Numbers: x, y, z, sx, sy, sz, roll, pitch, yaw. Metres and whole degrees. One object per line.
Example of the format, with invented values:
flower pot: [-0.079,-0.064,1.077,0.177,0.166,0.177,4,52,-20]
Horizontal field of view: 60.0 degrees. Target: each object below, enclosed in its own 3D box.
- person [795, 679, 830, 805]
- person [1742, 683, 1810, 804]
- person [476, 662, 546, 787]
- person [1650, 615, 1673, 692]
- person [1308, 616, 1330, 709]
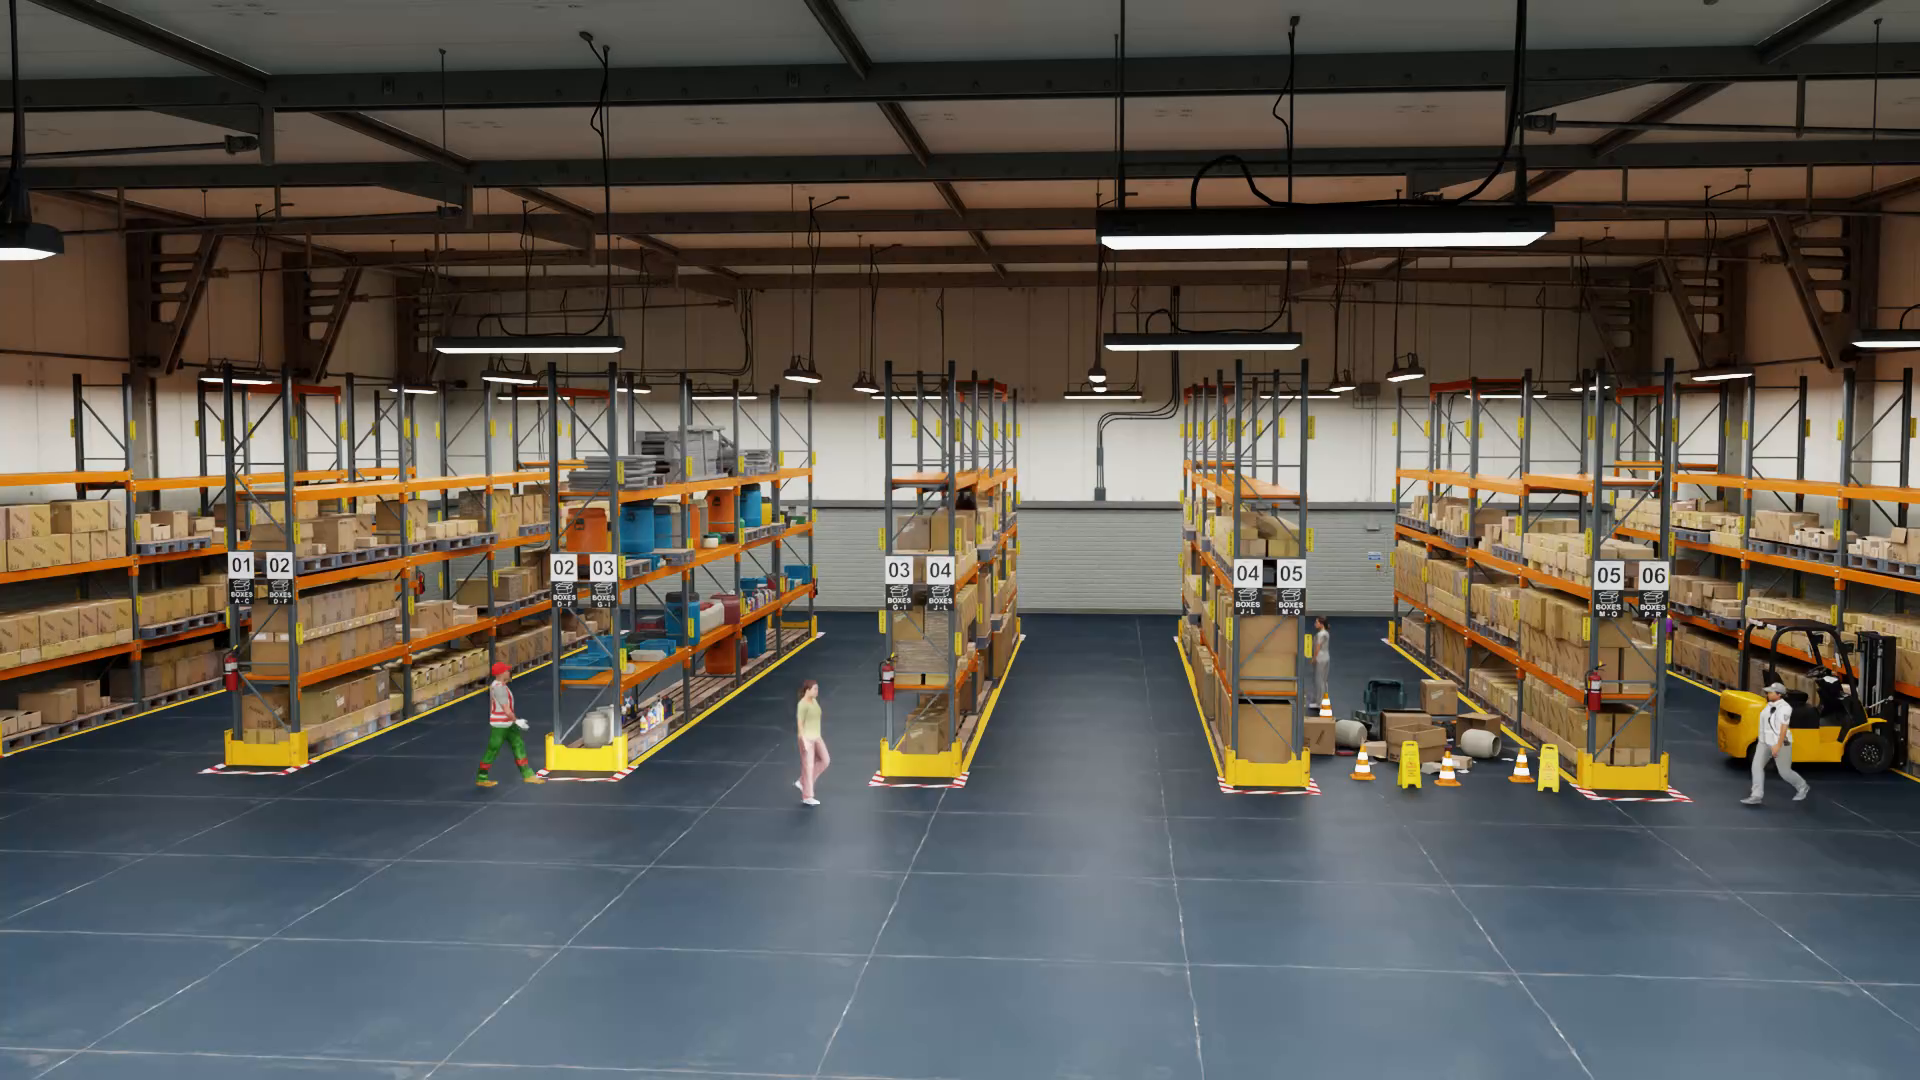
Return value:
person: [-2.027,2.699,22.402,0.511,1.677,0.621,2,4,26]
person: [10.925,2.713,22.232,0.921,1.626,0.468,-1,4,-20]
person: [-6.290,2.570,23.189,0.931,1.754,0.519,0,4,-7]
person: [13.375,2.039,31.775,0.440,1.768,0.629,2,4,22]
person: [6.475,2.200,29.905,0.356,1.681,0.469,2,4,31]
